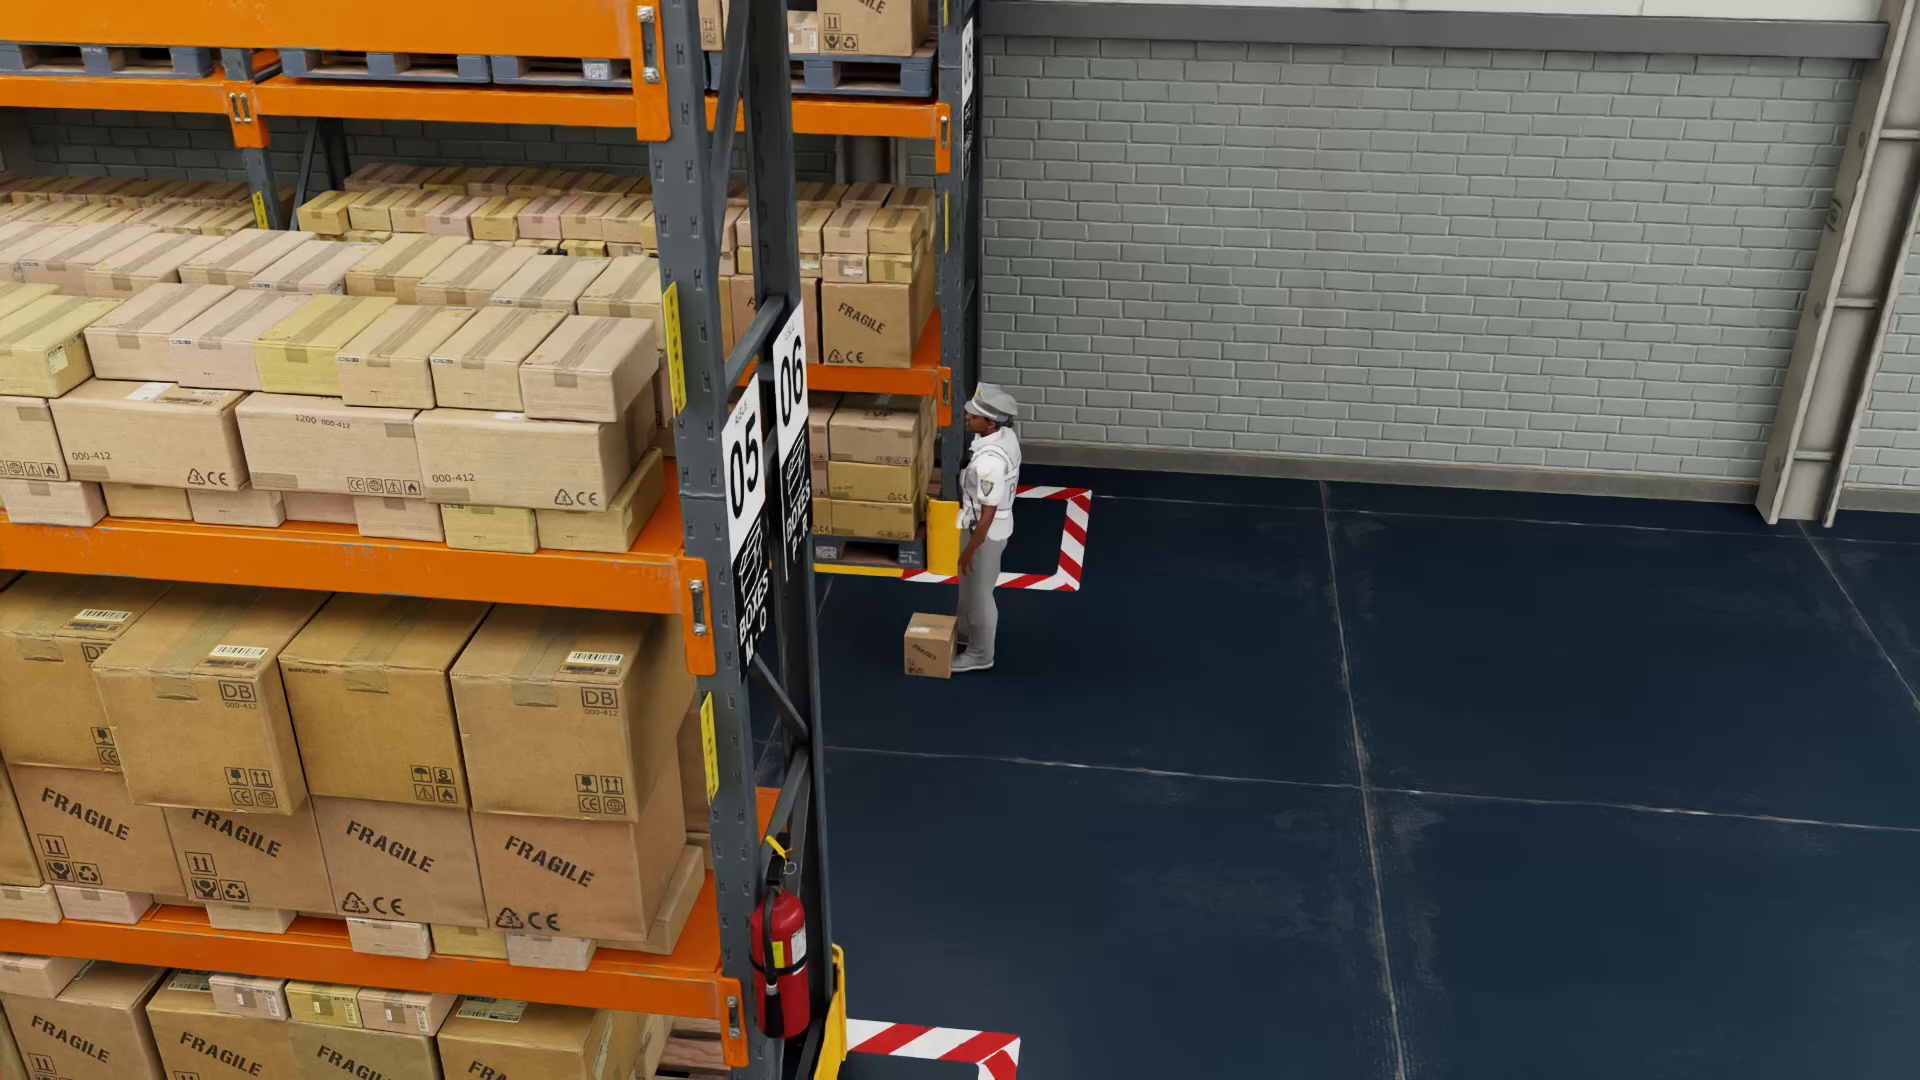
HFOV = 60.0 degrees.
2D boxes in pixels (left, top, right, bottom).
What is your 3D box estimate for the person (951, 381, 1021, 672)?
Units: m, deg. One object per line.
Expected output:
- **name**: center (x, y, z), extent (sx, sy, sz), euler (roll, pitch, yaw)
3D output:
- **person**: center (0.051, -0.066, 8.794), extent (0.530, 1.695, 0.569), euler (3, 29, 6)
